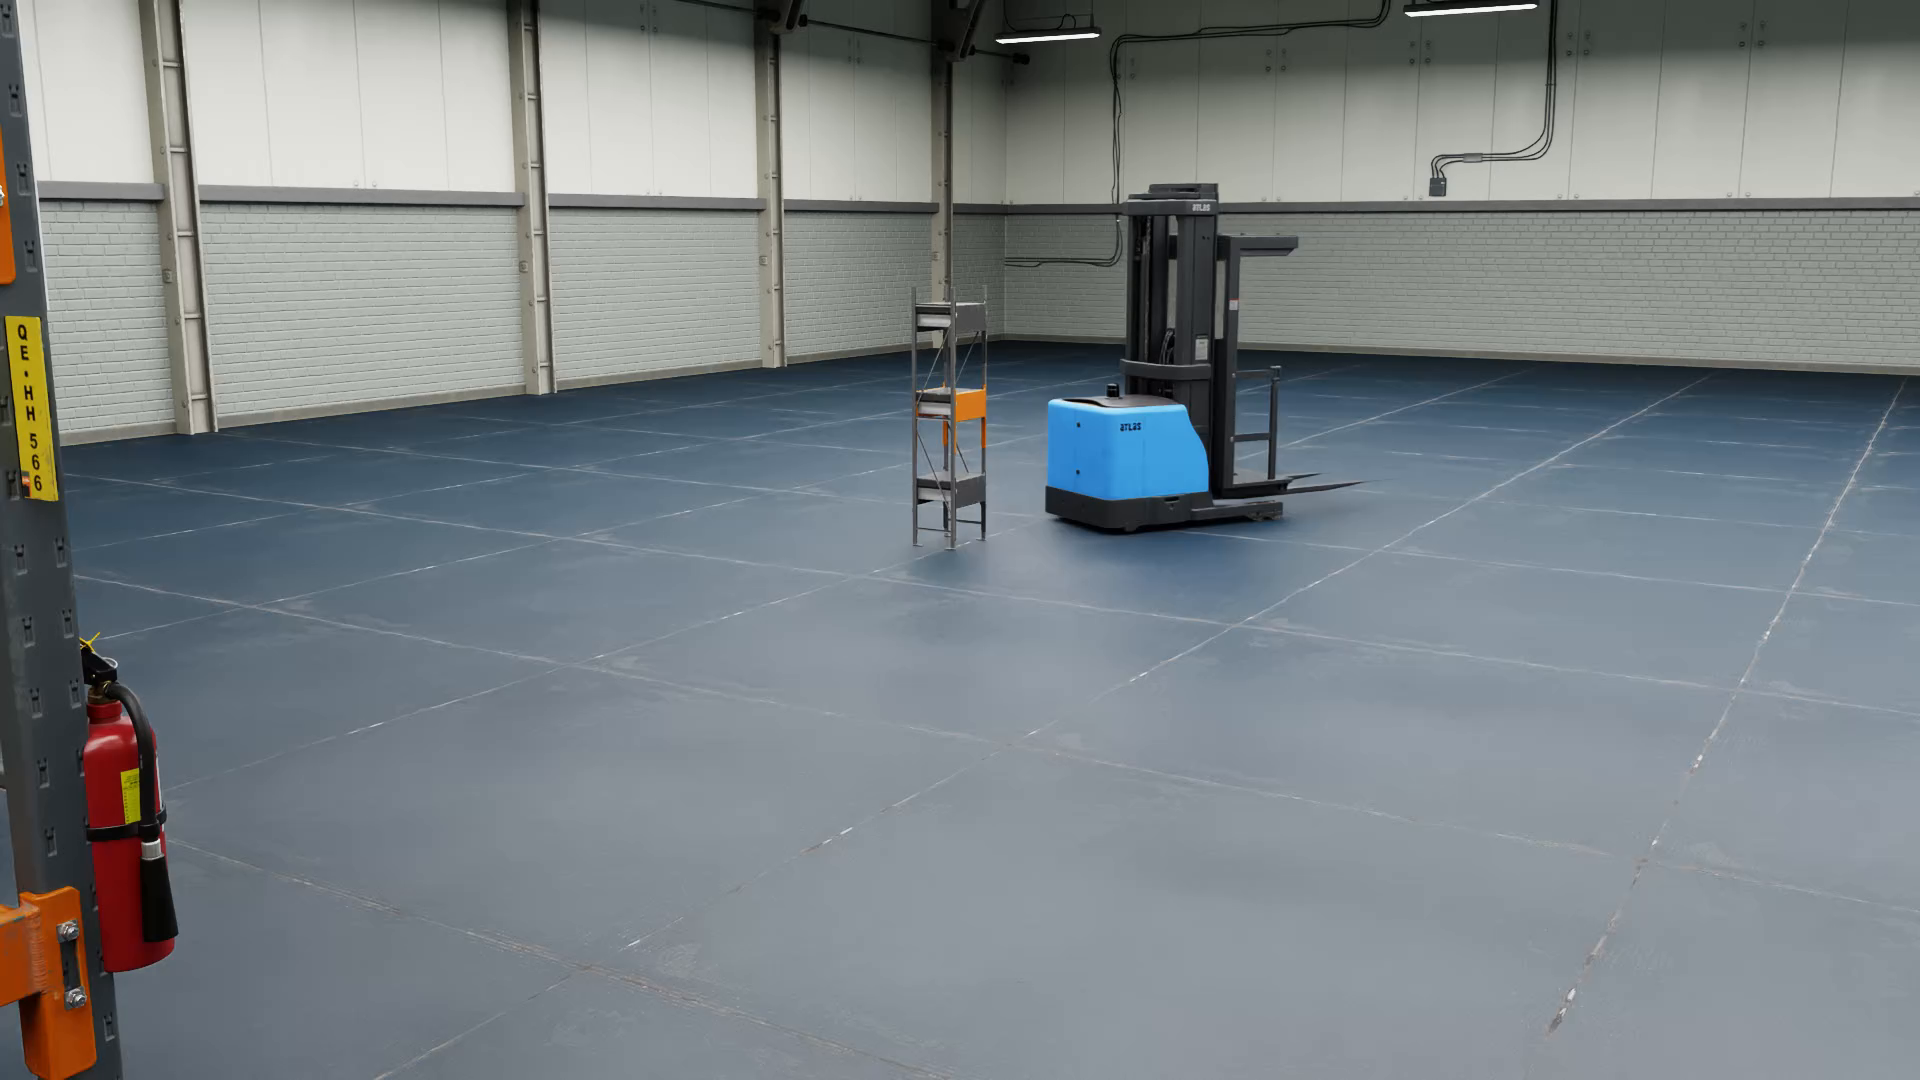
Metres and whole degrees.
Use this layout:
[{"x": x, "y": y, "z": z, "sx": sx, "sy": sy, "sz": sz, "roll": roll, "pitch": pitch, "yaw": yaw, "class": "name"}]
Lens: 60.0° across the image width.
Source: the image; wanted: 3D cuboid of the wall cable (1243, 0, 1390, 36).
[{"x": 7.232, "y": -11.603, "z": 33.746, "sx": 3.097, "sy": 2.526, "sz": 0.112, "roll": 6, "pitch": 12, "yaw": 31, "class": "wall cable"}]

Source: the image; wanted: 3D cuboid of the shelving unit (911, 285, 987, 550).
[{"x": -0.086, "y": -1.006, "z": 13.536, "sx": 0.431, "sy": 2.100, "sz": 0.503, "roll": 6, "pitch": 12, "yaw": 31, "class": "shelving unit"}]

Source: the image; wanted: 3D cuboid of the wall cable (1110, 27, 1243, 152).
[{"x": 4.587, "y": -9.663, "z": 35.744, "sx": 3.097, "sy": 2.526, "sz": 0.112, "roll": 6, "pitch": 12, "yaw": 31, "class": "wall cable"}]

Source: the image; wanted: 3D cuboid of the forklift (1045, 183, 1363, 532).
[{"x": 2.299, "y": -1.682, "z": 14.889, "sx": 3.031, "sy": 2.935, "sz": 1.130, "roll": -6, "pitch": 12, "yaw": -29, "class": "forklift"}]

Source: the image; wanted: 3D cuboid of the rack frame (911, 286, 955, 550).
[{"x": -0.213, "y": -0.968, "z": 13.331, "sx": 0.400, "sy": 2.100, "sz": 0.015, "roll": 6, "pitch": 12, "yaw": 31, "class": "rack frame"}]

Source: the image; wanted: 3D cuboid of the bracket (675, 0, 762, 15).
[{"x": -4.749, "y": -8.950, "z": 27.438, "sx": 0.076, "sy": 0.066, "sz": 4.783, "roll": 6, "pitch": 12, "yaw": 31, "class": "bracket"}]

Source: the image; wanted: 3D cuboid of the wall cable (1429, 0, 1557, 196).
[{"x": 10.381, "y": -9.728, "z": 32.133, "sx": 2.305, "sy": 6.003, "sz": 0.169, "roll": 6, "pitch": 12, "yaw": 31, "class": "wall cable"}]

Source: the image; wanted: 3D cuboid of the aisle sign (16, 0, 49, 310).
[{"x": -1.825, "y": -0.823, "z": 3.051, "sx": 0.394, "sy": 0.787, "sz": 0.004, "roll": 6, "pitch": 12, "yaw": 31, "class": "aisle sign"}]

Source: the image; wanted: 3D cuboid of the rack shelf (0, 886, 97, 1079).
[{"x": -3.152, "y": 1.104, "z": 1.777, "sx": 1.077, "sy": 0.370, "sz": 4.000, "roll": 6, "pitch": 12, "yaw": 31, "class": "rack shelf"}]

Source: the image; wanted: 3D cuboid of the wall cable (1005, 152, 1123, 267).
[{"x": 2.275, "y": -7.439, "z": 37.589, "sx": 3.097, "sy": 2.526, "sz": 0.112, "roll": 6, "pitch": 12, "yaw": 31, "class": "wall cable"}]

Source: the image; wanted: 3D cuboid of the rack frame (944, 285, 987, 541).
[{"x": 0.041, "y": -1.044, "z": 13.741, "sx": 0.400, "sy": 2.100, "sz": 0.015, "roll": 6, "pitch": 12, "yaw": 31, "class": "rack frame"}]

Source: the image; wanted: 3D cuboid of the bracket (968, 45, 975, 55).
[{"x": 0.135, "y": -10.429, "z": 35.340, "sx": 0.235, "sy": 0.232, "sz": 0.430, "roll": 6, "pitch": 12, "yaw": 31, "class": "bracket"}]

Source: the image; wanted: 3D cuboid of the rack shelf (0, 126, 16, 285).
[{"x": -3.152, "y": -0.371, "z": 1.501, "sx": 1.077, "sy": 0.370, "sz": 4.000, "roll": 6, "pitch": 12, "yaw": 31, "class": "rack shelf"}]

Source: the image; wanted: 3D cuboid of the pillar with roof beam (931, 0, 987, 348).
[{"x": 3.295, "y": -8.217, "z": 33.307, "sx": 9.100, "sy": 9.000, "sz": 0.548, "roll": 6, "pitch": 12, "yaw": 31, "class": "pillar with roof beam"}]

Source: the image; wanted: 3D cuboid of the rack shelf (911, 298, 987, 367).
[{"x": -0.086, "y": -1.681, "z": 13.410, "sx": 0.431, "sy": 0.518, "sz": 0.480, "roll": 6, "pitch": 12, "yaw": 31, "class": "rack shelf"}]

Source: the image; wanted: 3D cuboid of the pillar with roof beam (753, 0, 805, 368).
[{"x": 0.180, "y": -7.274, "z": 28.266, "sx": 9.100, "sy": 9.000, "sz": 0.548, "roll": 6, "pitch": 12, "yaw": 31, "class": "pillar with roof beam"}]

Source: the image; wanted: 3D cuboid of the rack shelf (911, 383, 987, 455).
[{"x": -0.086, "y": -0.993, "z": 13.539, "sx": 0.431, "sy": 0.518, "sz": 0.480, "roll": 6, "pitch": 12, "yaw": 31, "class": "rack shelf"}]

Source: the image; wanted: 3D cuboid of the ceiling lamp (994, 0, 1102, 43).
[{"x": 1.669, "y": -10.436, "z": 29.296, "sx": 2.000, "sy": 3.185, "sz": 0.800, "roll": 6, "pitch": 12, "yaw": 31, "class": "ceiling lamp"}]

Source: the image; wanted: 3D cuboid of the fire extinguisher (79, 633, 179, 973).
[{"x": -1.661, "y": 0.499, "z": 3.259, "sx": 0.296, "sy": 0.674, "sz": 0.183, "roll": 6, "pitch": 12, "yaw": 31, "class": "fire extinguisher"}]

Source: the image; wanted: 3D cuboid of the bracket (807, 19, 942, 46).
[{"x": -1.634, "y": -9.893, "z": 32.478, "sx": 0.076, "sy": 0.066, "sz": 4.783, "roll": 6, "pitch": 12, "yaw": 31, "class": "bracket"}]

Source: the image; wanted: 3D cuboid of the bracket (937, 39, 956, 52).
[{"x": -0.296, "y": -10.299, "z": 34.642, "sx": 0.235, "sy": 0.232, "sz": 0.430, "roll": 6, "pitch": 12, "yaw": 31, "class": "bracket"}]

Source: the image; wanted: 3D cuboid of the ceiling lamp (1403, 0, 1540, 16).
[{"x": 7.985, "y": -9.730, "z": 25.525, "sx": 2.000, "sy": 3.185, "sz": 0.800, "roll": 6, "pitch": 12, "yaw": 31, "class": "ceiling lamp"}]

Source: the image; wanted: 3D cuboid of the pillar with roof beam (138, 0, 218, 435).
[{"x": -6.050, "y": -5.386, "z": 18.185, "sx": 9.100, "sy": 9.000, "sz": 0.400, "roll": 6, "pitch": 12, "yaw": 31, "class": "pillar with roof beam"}]

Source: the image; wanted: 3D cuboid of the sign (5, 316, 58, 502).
[{"x": -1.650, "y": -0.233, "z": 2.956, "sx": 0.100, "sy": 0.325, "sz": 0.005, "roll": 6, "pitch": 12, "yaw": 31, "class": "sign"}]

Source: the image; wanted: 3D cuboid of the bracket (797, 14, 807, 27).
[{"x": -2.981, "y": -9.485, "z": 30.299, "sx": 0.235, "sy": 0.232, "sz": 0.430, "roll": 6, "pitch": 12, "yaw": 31, "class": "bracket"}]

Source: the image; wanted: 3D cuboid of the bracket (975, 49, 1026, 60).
[{"x": 1.058, "y": -10.709, "z": 36.834, "sx": 0.076, "sy": 0.066, "sz": 3.189, "roll": 6, "pitch": 12, "yaw": 31, "class": "bracket"}]

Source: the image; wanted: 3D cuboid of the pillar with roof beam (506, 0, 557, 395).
[{"x": -2.935, "y": -6.330, "z": 23.226, "sx": 9.100, "sy": 9.000, "sz": 0.400, "roll": 6, "pitch": 12, "yaw": 31, "class": "pillar with roof beam"}]

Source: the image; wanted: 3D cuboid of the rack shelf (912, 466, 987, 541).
[{"x": -0.086, "y": -0.305, "z": 13.668, "sx": 0.431, "sy": 0.518, "sz": 0.480, "roll": 6, "pitch": 12, "yaw": 31, "class": "rack shelf"}]

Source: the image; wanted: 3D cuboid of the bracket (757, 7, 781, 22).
[{"x": -3.411, "y": -9.355, "z": 29.602, "sx": 0.235, "sy": 0.232, "sz": 0.430, "roll": 6, "pitch": 12, "yaw": 31, "class": "bracket"}]

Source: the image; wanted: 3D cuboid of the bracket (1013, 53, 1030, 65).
[{"x": 1.365, "y": -10.802, "z": 37.331, "sx": 0.235, "sy": 0.232, "sz": 0.430, "roll": 6, "pitch": 12, "yaw": 31, "class": "bracket"}]
